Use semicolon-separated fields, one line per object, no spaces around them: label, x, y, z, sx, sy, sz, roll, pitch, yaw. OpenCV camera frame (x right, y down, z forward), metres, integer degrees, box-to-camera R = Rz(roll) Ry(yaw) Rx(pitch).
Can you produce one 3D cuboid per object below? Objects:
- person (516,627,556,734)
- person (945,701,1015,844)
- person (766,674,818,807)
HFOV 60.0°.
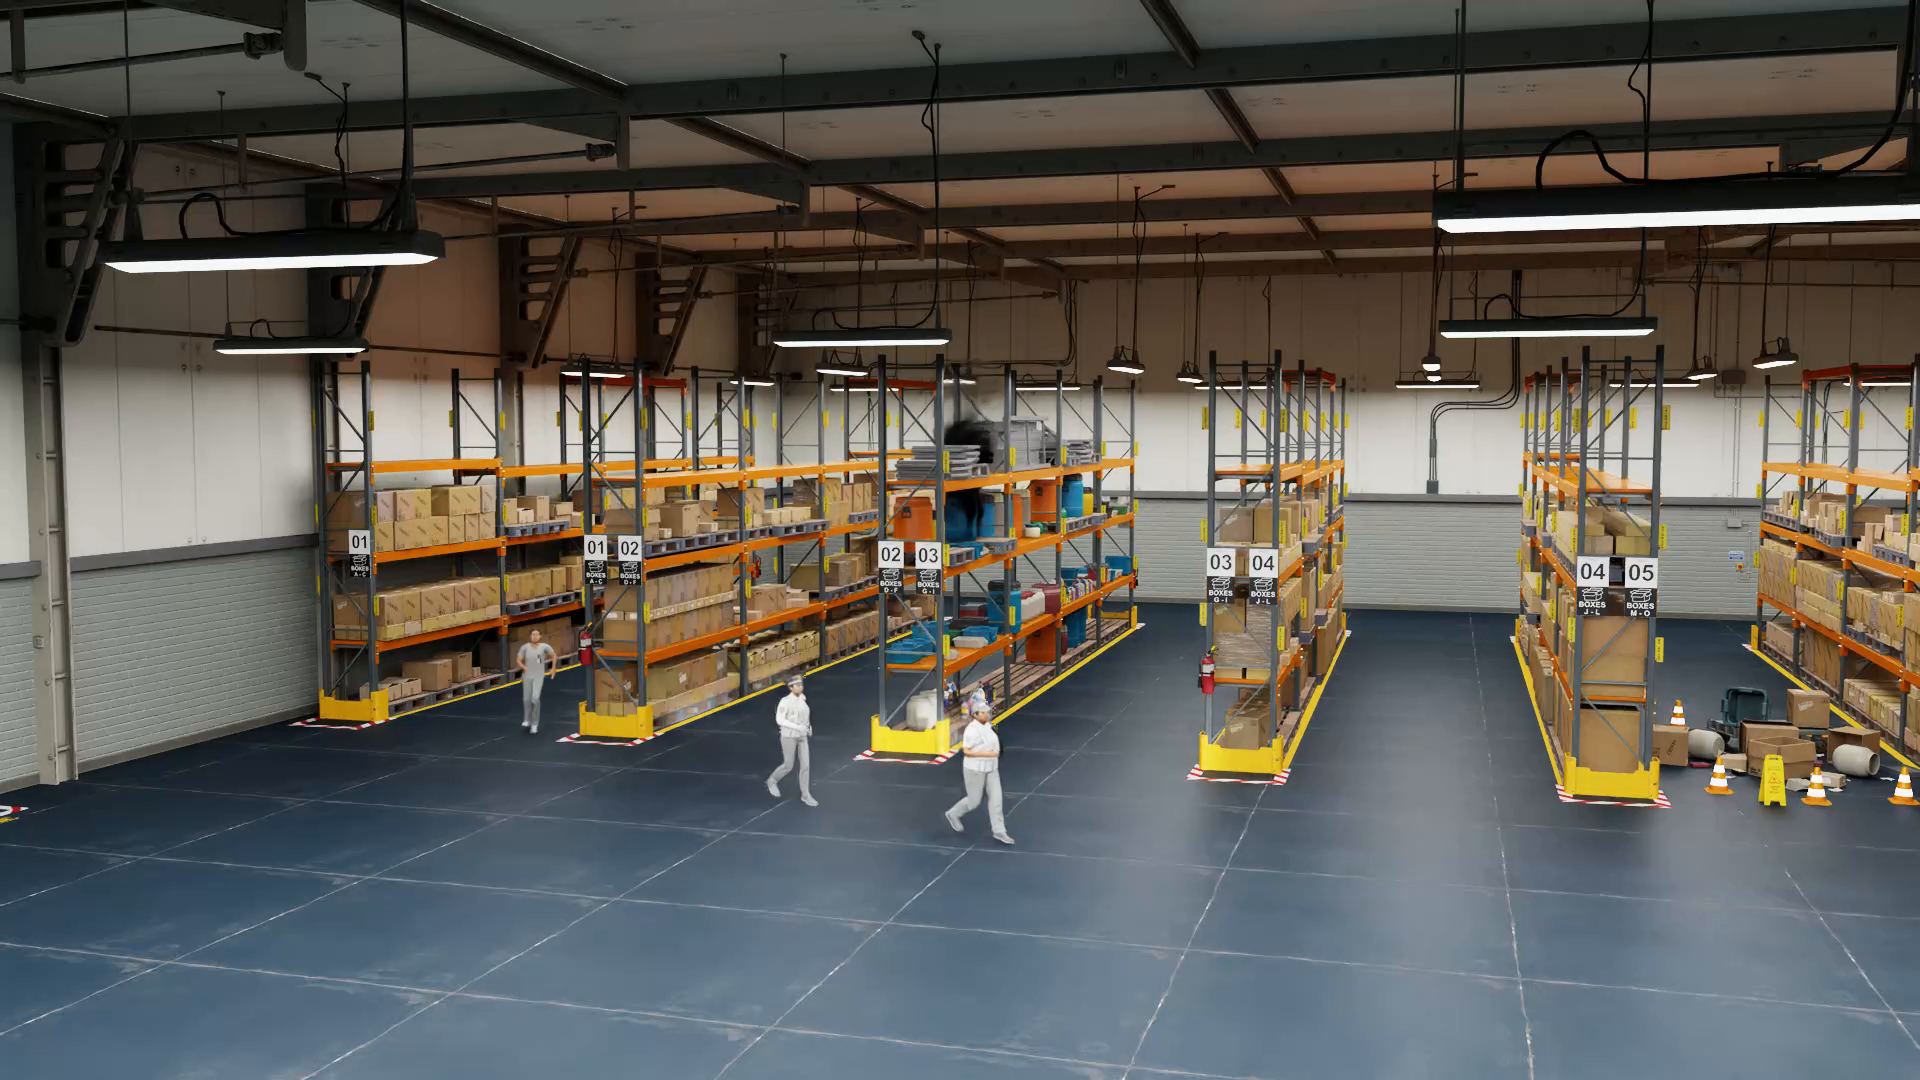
person;-6.854;2.269;26.890;0.610;1.737;0.662;0;4;-4
person;0.251;2.747;19.769;0.897;1.666;0.606;3;5;38
person;-2.189;2.604;21.822;0.818;1.710;0.638;3;5;40
